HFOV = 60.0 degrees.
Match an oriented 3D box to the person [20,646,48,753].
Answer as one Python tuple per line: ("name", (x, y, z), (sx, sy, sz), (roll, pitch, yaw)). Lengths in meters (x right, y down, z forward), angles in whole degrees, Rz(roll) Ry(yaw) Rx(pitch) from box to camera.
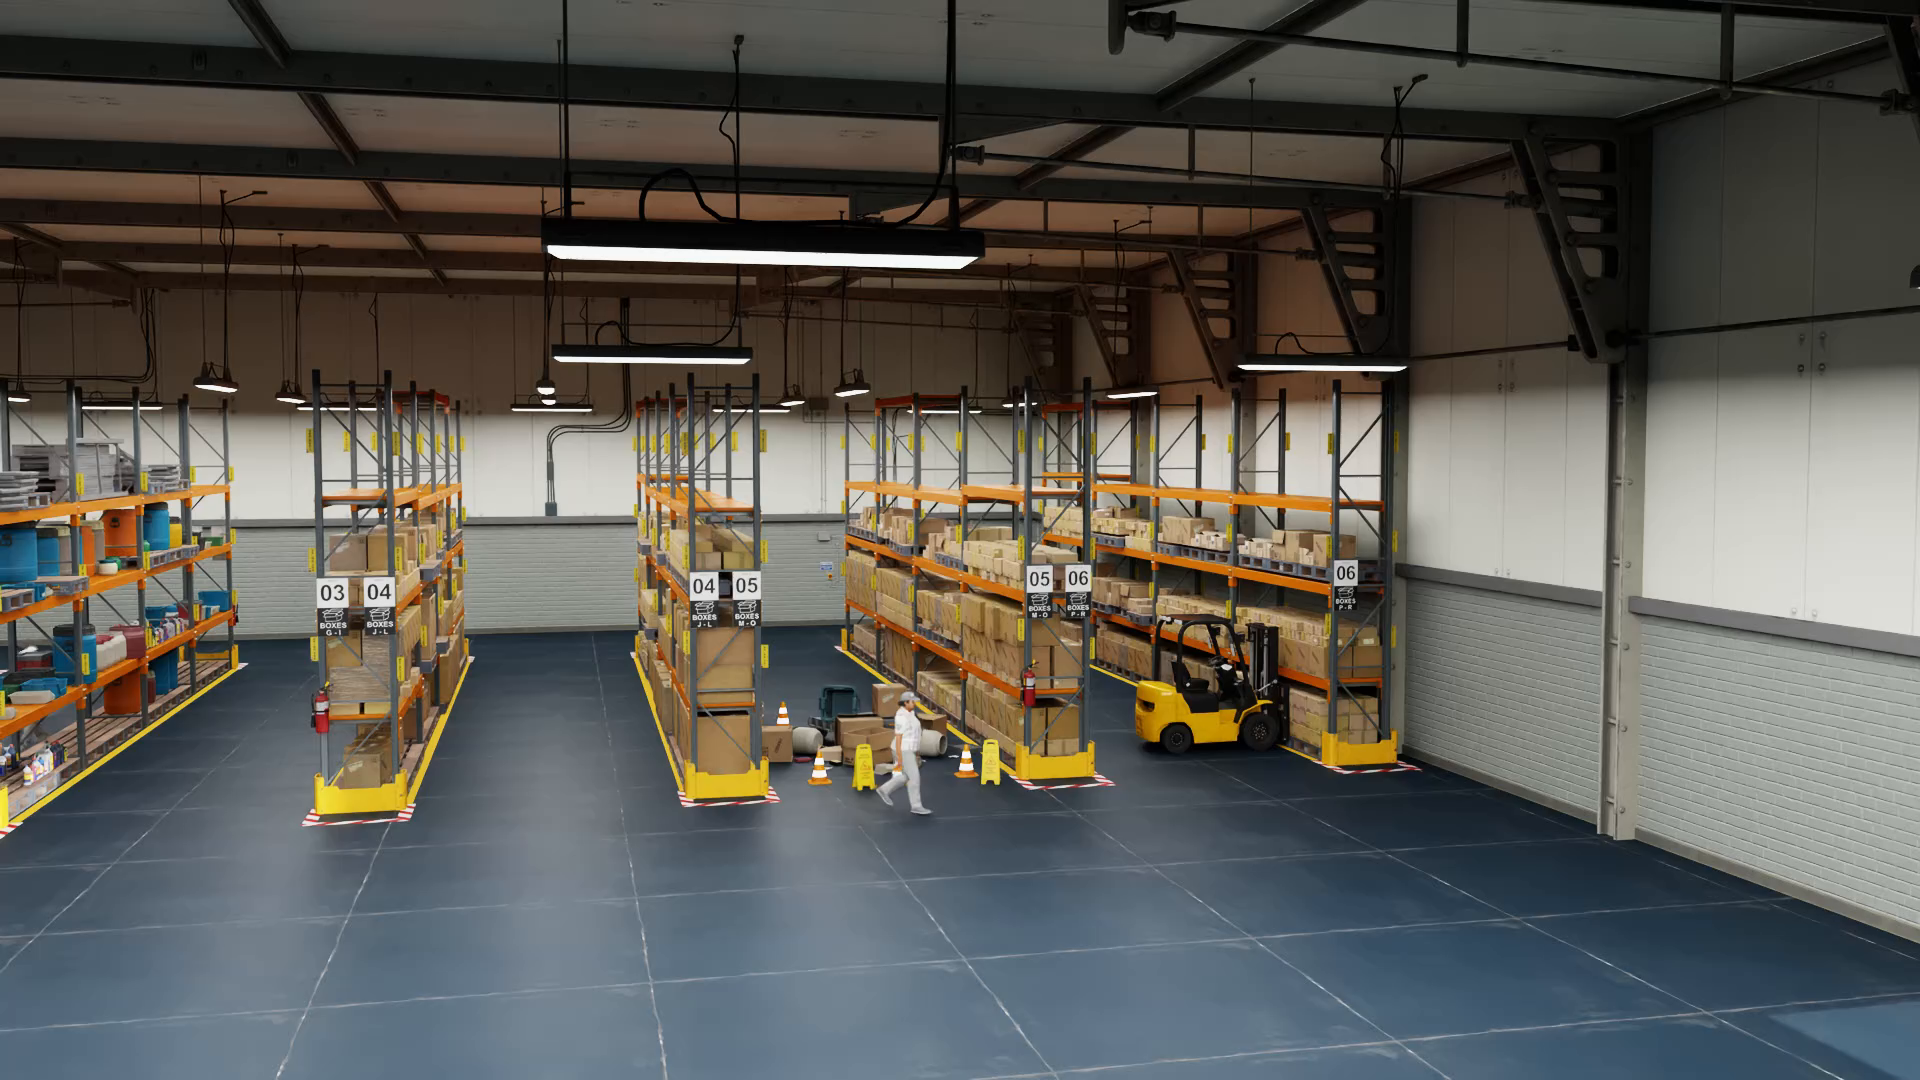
("person", (-15.157, 2.583, 27.106), (0.522, 1.693, 1.123), (0, 3, 0))

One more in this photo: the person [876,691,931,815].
("person", (-0.728, 2.868, 22.619), (0.792, 1.631, 0.517), (1, 3, 15))
